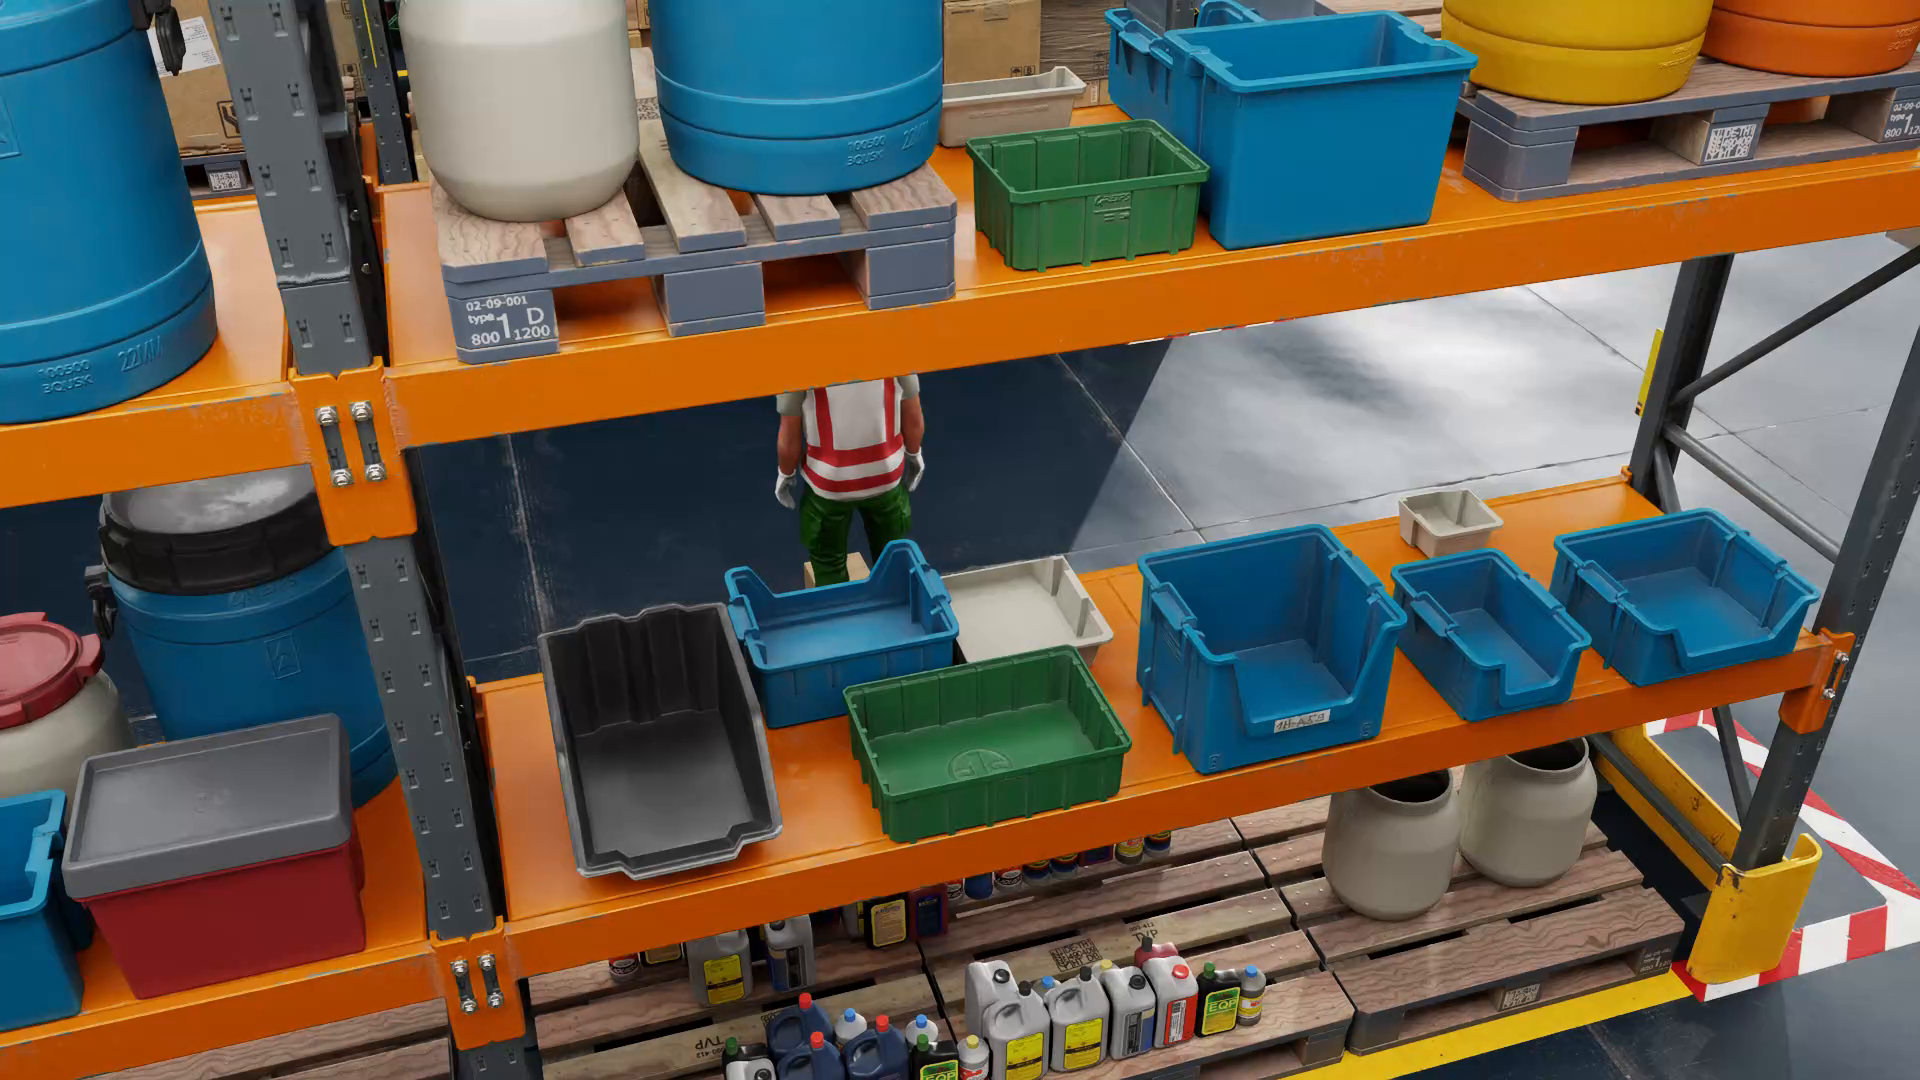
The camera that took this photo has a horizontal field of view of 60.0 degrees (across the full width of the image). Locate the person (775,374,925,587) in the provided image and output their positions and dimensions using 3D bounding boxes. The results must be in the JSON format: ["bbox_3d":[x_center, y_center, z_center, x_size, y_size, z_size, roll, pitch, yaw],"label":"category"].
[{"bbox_3d":[-0.427,-0.276,6.542,0.609,1.780,0.448,-10,35,-14],"label":"person"}]
